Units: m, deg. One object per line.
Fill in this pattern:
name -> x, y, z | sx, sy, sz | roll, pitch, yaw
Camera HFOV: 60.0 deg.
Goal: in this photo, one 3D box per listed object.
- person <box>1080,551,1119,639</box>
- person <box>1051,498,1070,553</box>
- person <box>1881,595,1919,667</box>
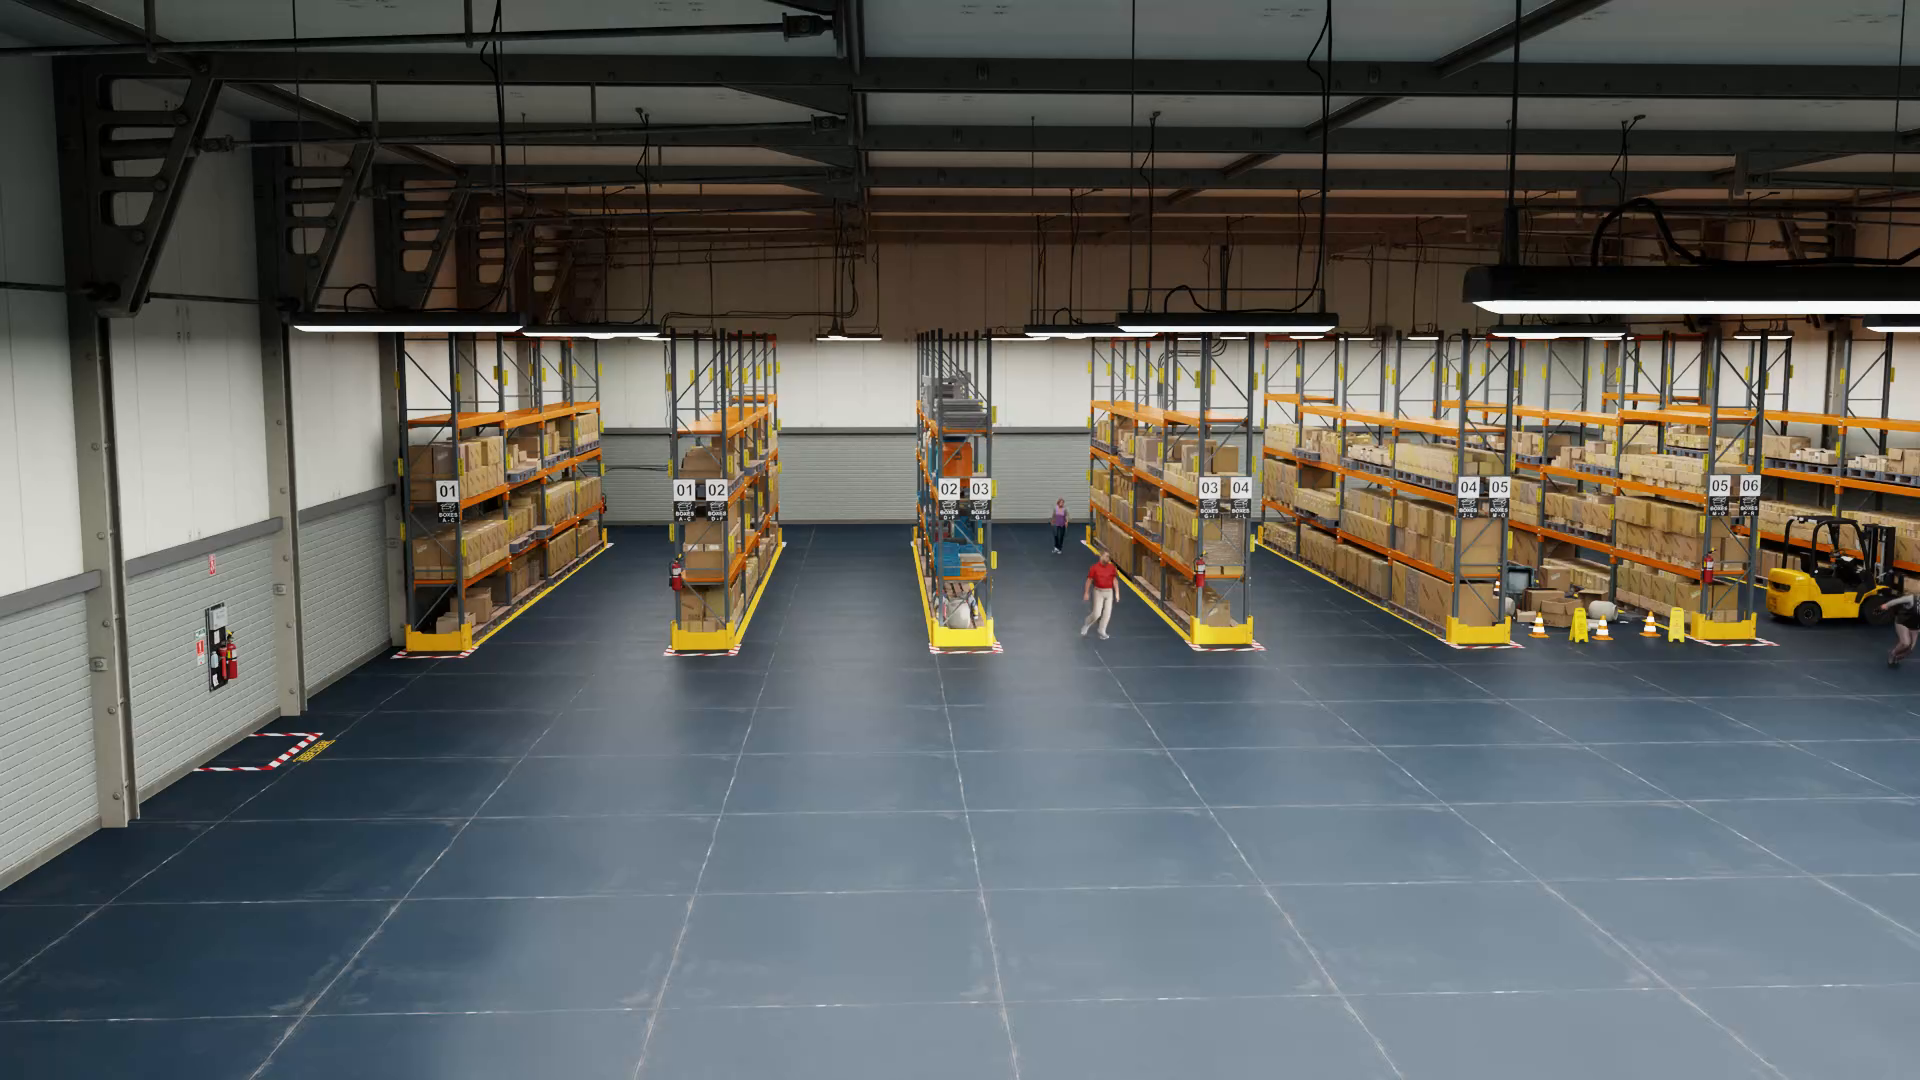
person -> 2.708, 1.058, 32.344 | 0.667, 1.719, 0.592 | -3, 7, -24
person -> 2.730, -0.374, 45.158 | 0.516, 1.540, 0.781 | 0, 7, 4
person -> 16.706, 1.605, 29.155 | 0.633, 1.365, 1.005 | 0, 7, -4
